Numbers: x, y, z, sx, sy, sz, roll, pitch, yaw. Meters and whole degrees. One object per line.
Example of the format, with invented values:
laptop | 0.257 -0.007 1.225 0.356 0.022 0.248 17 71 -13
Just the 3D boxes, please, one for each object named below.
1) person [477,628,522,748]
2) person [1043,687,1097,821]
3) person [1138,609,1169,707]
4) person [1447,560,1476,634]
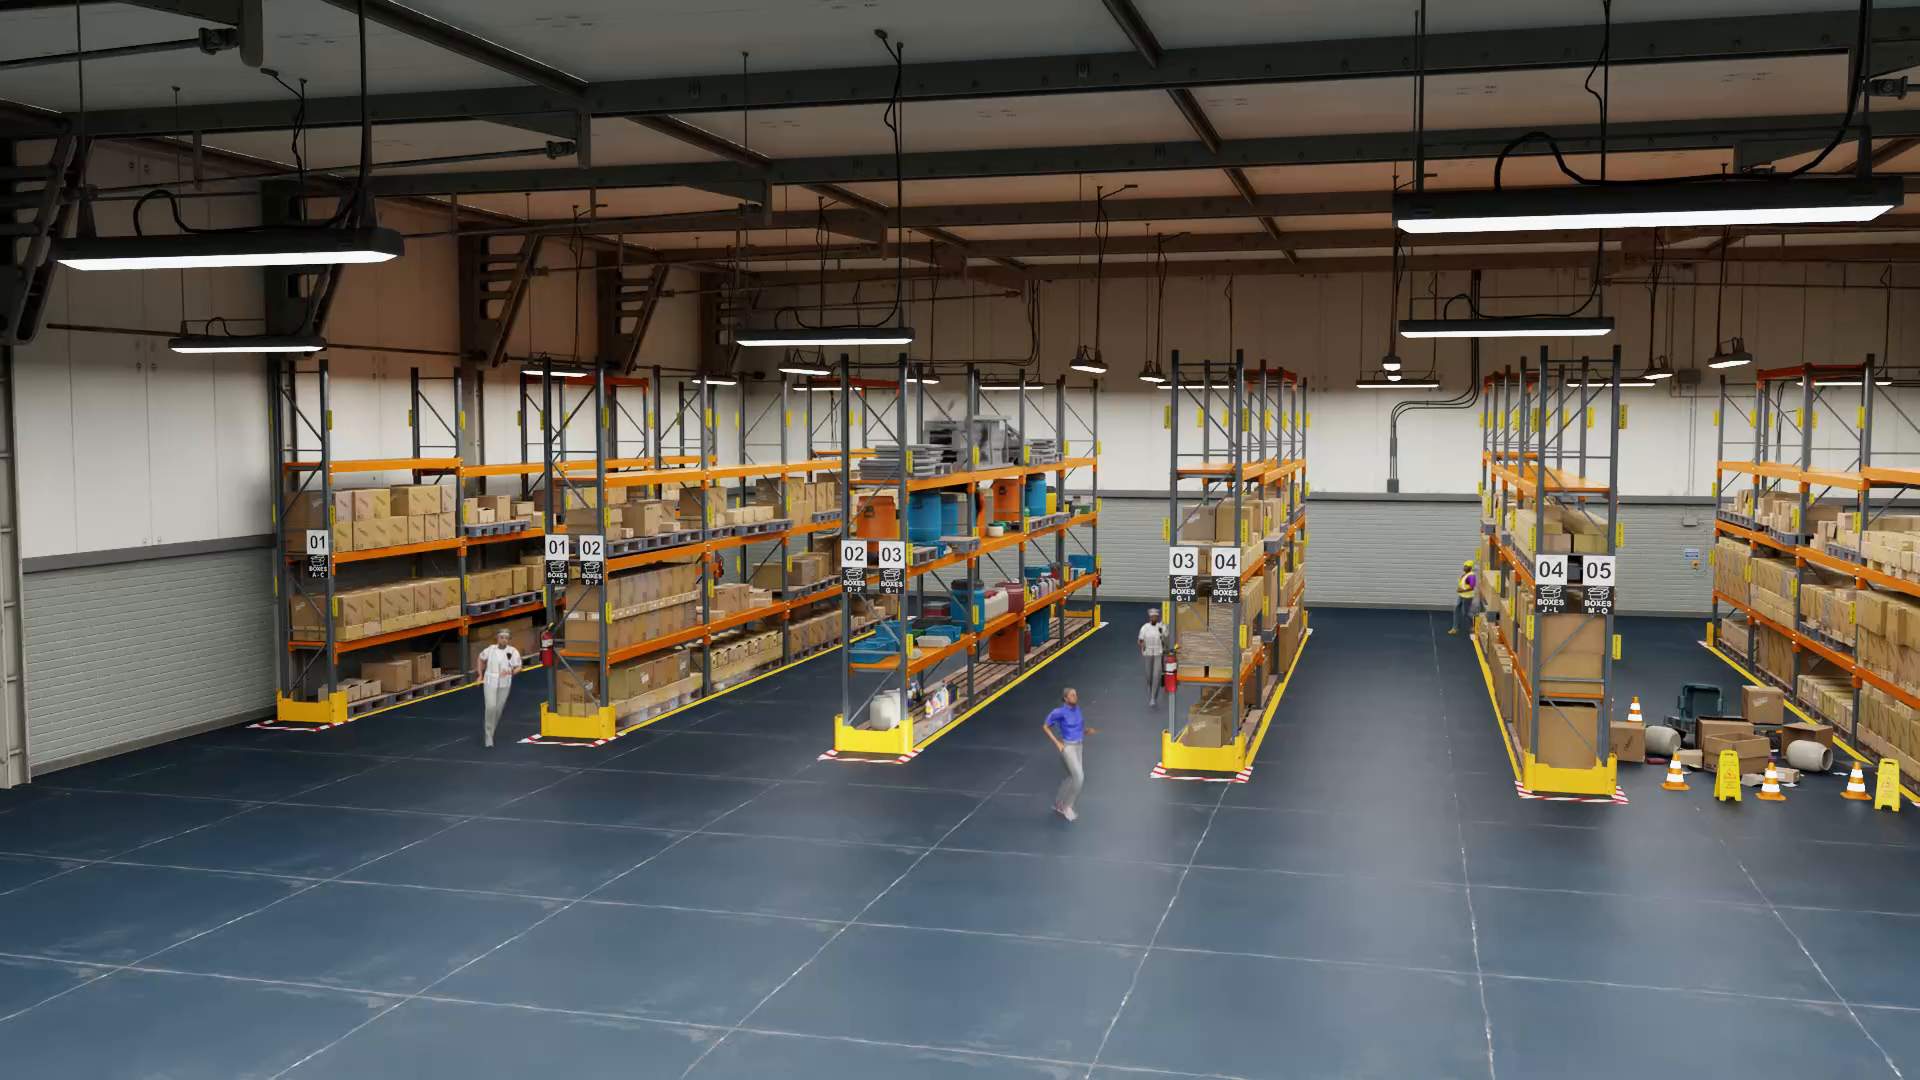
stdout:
person | -7.144 2.265 25.827 0.664 1.785 0.801 -2 4 -22
person | 1.405 2.688 20.878 0.662 1.685 0.555 3 5 40
person | 3.440 2.052 29.501 0.579 1.700 0.859 1 4 10
person | 11.862 1.338 38.854 0.840 1.761 0.724 -1 4 -7
